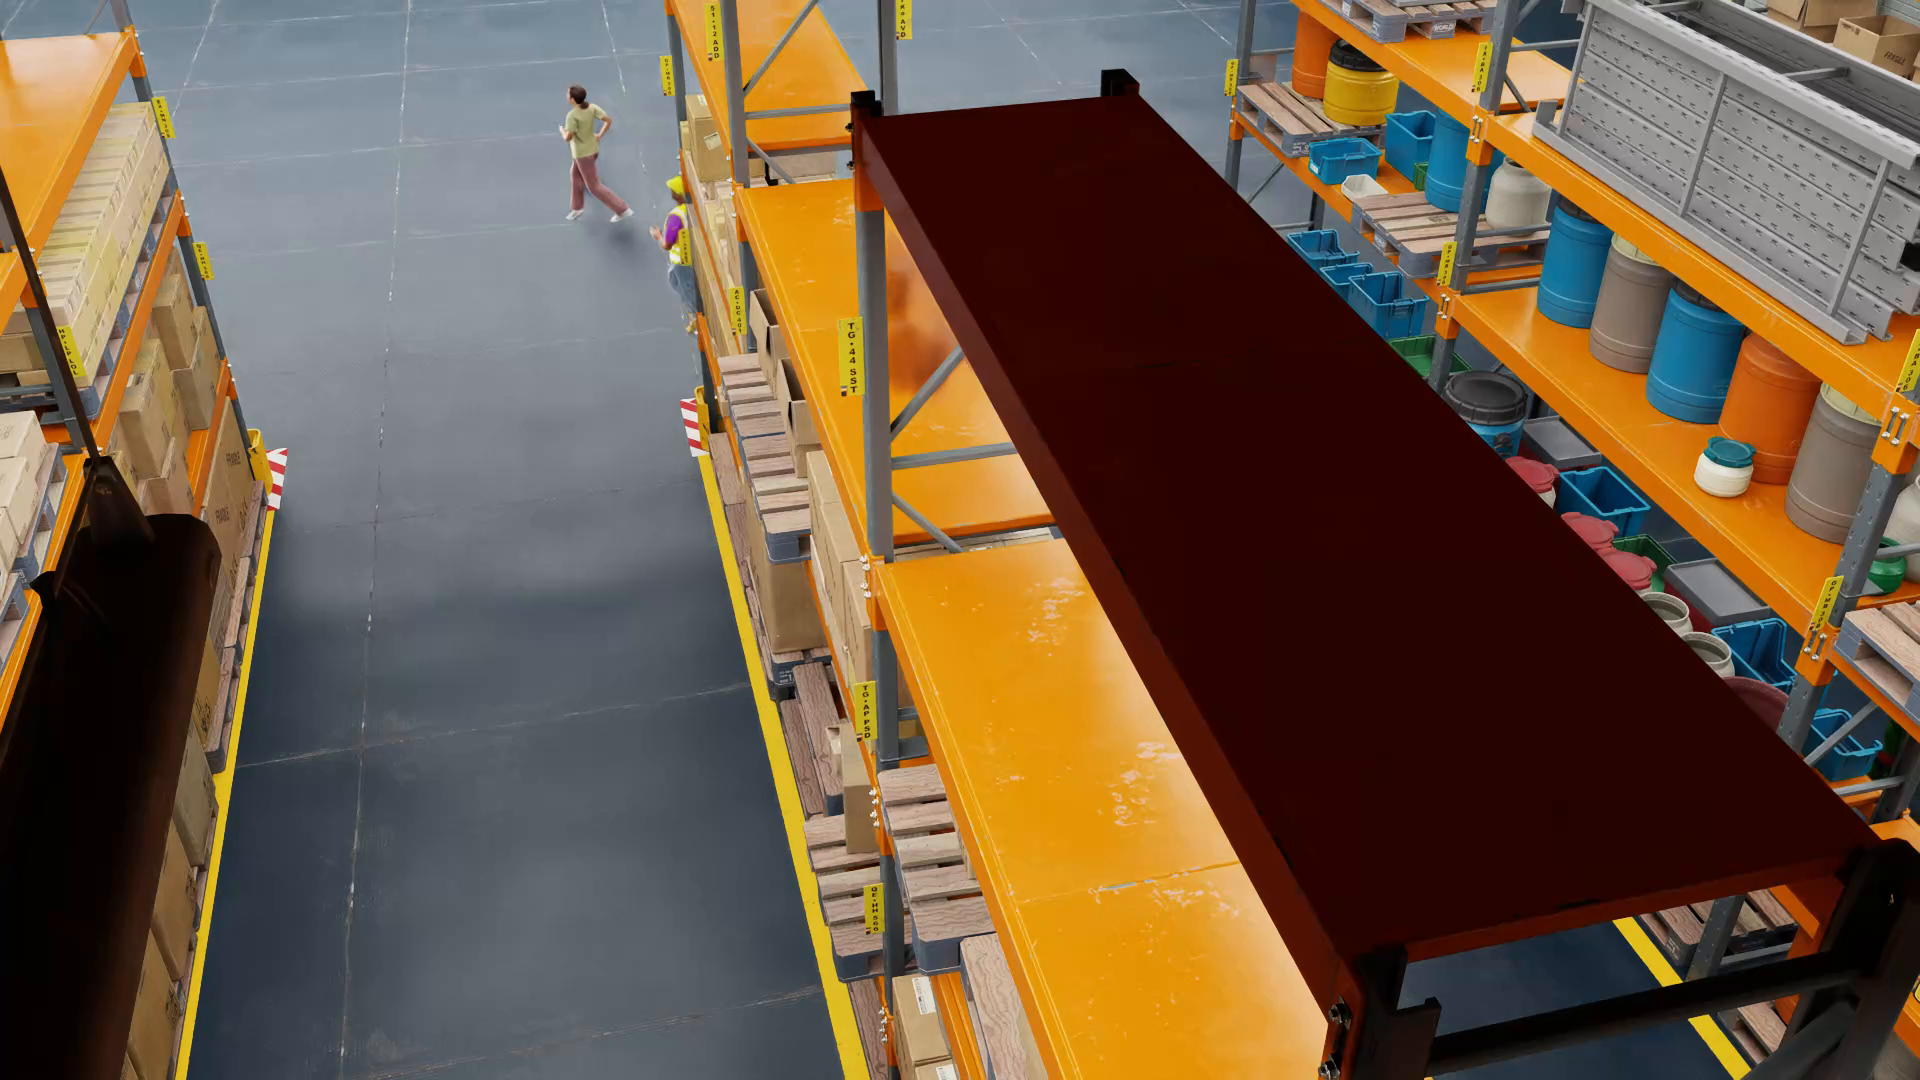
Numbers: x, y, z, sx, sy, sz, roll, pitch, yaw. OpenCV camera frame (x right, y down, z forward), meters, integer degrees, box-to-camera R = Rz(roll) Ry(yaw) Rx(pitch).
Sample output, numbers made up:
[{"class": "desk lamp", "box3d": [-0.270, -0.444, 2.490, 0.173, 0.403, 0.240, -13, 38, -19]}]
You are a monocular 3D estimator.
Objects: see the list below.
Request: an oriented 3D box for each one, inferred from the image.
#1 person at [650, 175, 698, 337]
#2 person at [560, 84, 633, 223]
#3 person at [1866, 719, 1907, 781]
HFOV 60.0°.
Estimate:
[{"class": "person", "box3d": [-2.733, -2.818, 16.654, 0.723, 1.792, 0.671, 12, 36, 16]}, {"class": "person", "box3d": [-4.238, -4.346, 18.987, 0.990, 1.714, 0.545, 12, 36, 17]}, {"class": "person", "box3d": [6.479, 1.109, 10.893, 0.669, 1.791, 0.992, -11, 36, -15]}]
